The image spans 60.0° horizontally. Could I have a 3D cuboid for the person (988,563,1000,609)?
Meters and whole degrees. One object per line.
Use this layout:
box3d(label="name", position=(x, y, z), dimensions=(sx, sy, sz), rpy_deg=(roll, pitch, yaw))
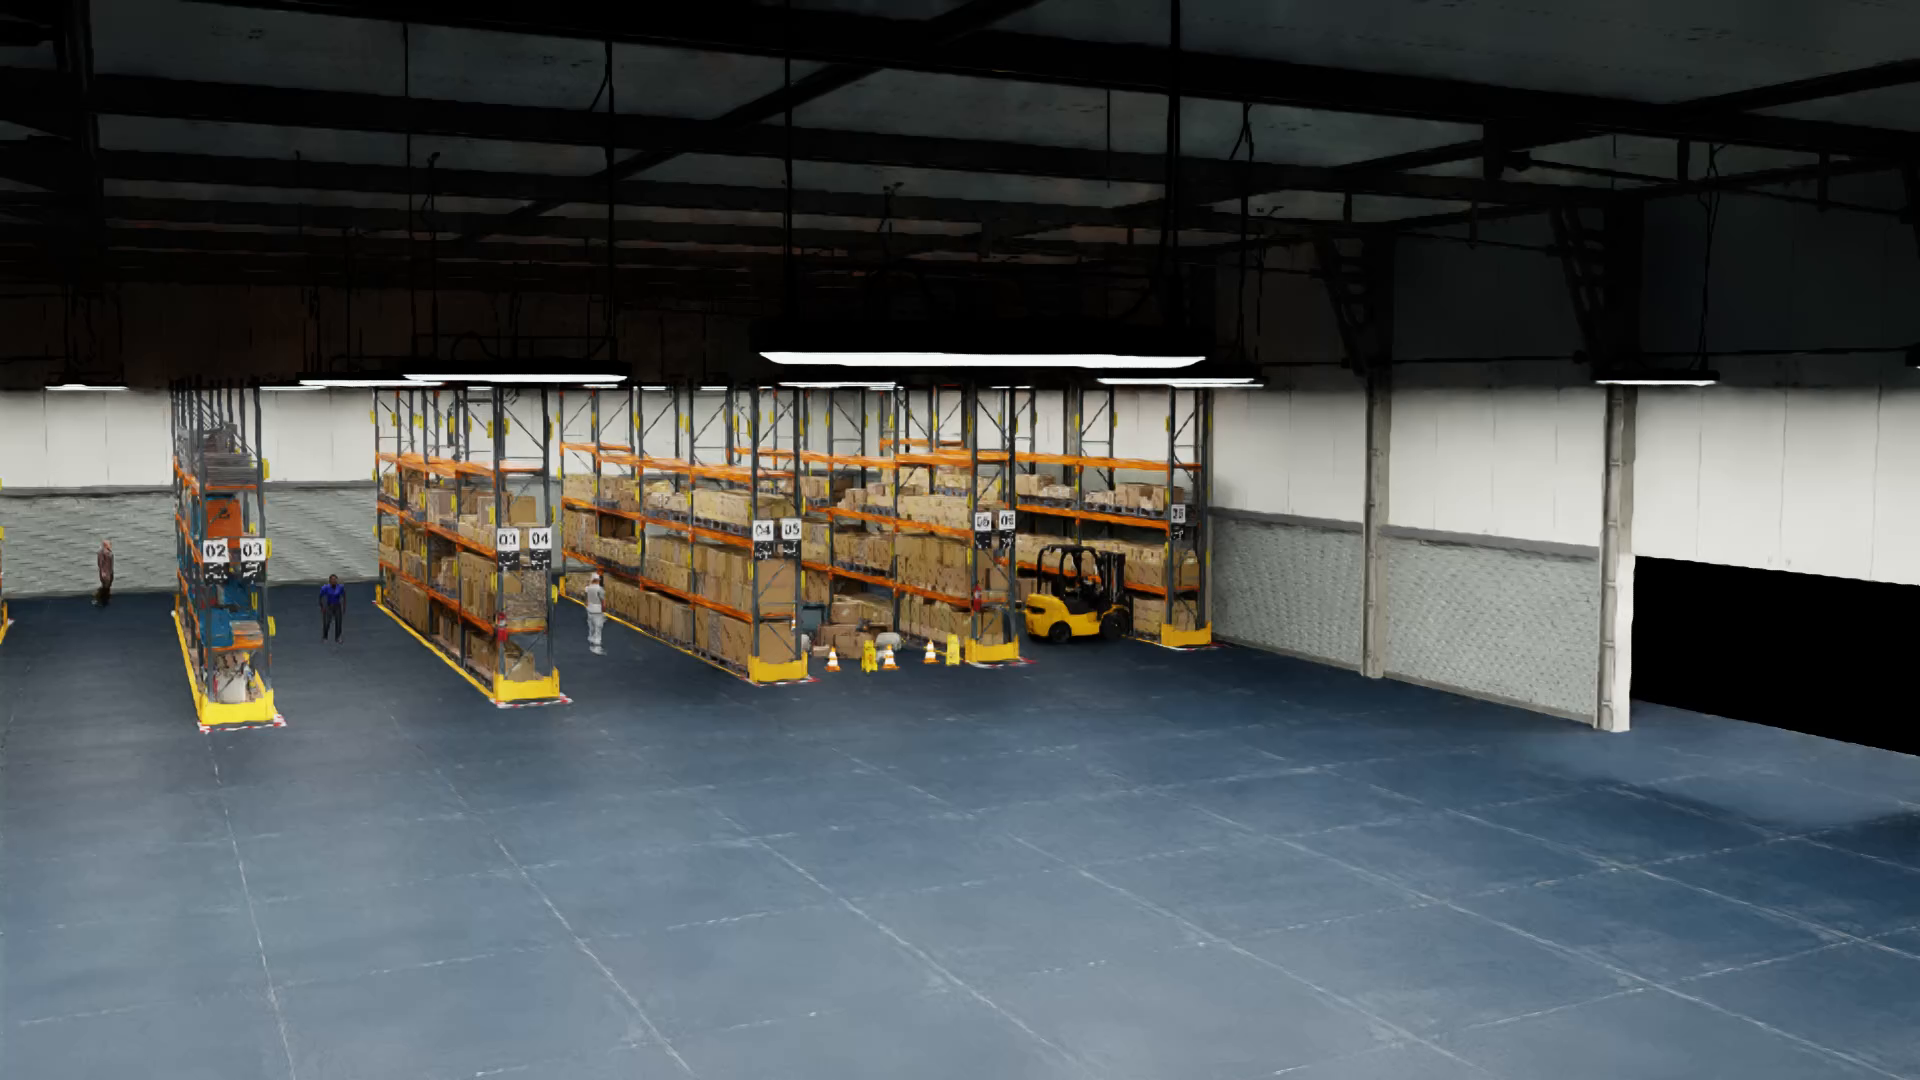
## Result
box3d(label="person", position=(0.758, 1.377, 39.517), dimensions=(0.476, 1.660, 0.523), rpy_deg=(0, 5, 4))

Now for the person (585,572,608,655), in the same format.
box3d(label="person", position=(-7.910, 1.589, 36.270), dimensions=(0.605, 1.789, 0.451), rpy_deg=(4, 6, 35))

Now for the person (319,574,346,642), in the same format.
box3d(label="person", position=(-14.324, 1.555, 37.975), dimensions=(0.592, 1.604, 0.518), rpy_deg=(-3, 6, -29))

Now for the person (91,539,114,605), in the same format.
box3d(label="person", position=(-22.945, 0.866, 44.552), dimensions=(0.531, 1.770, 0.759), rpy_deg=(0, 5, 3))
